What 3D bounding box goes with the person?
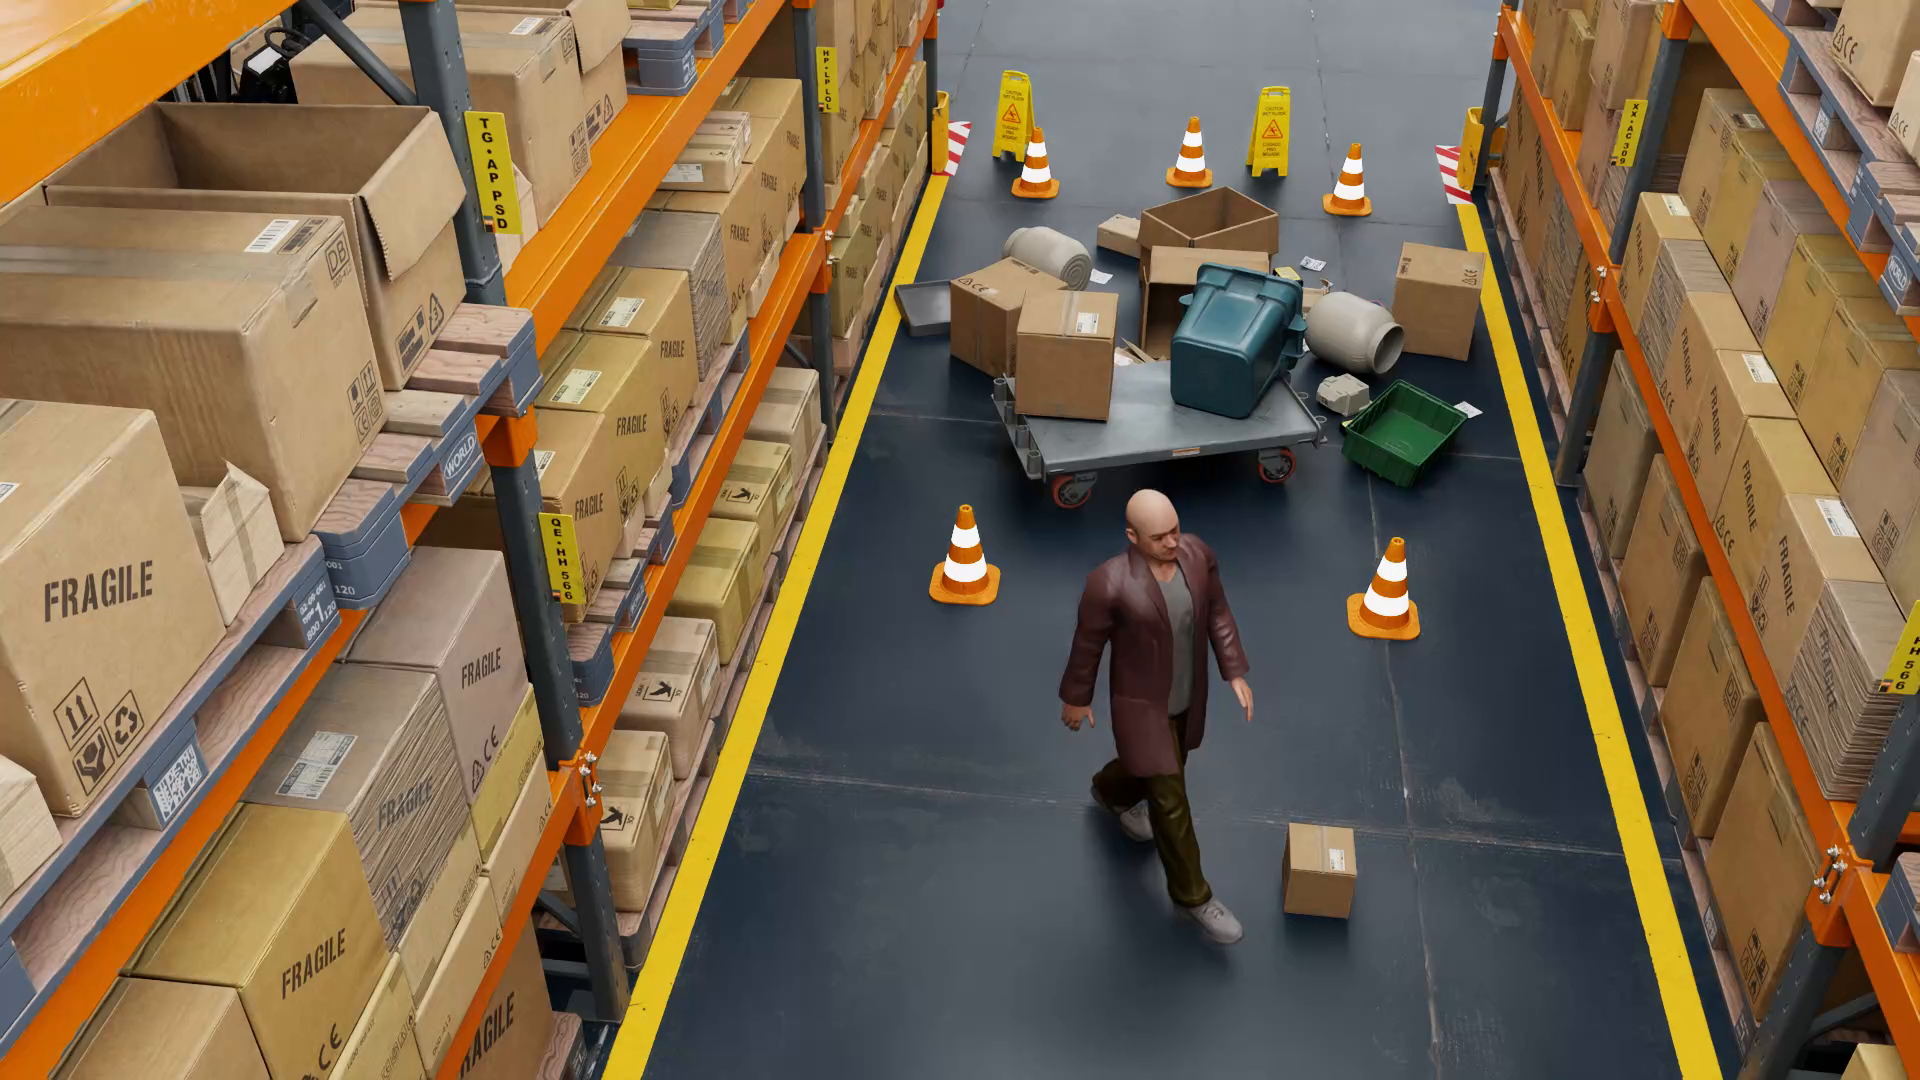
[{"bbox_3d":[0.826,0.629,6.182,0.637,1.718,1.014,-23,42,-29],"label":"person"}]
